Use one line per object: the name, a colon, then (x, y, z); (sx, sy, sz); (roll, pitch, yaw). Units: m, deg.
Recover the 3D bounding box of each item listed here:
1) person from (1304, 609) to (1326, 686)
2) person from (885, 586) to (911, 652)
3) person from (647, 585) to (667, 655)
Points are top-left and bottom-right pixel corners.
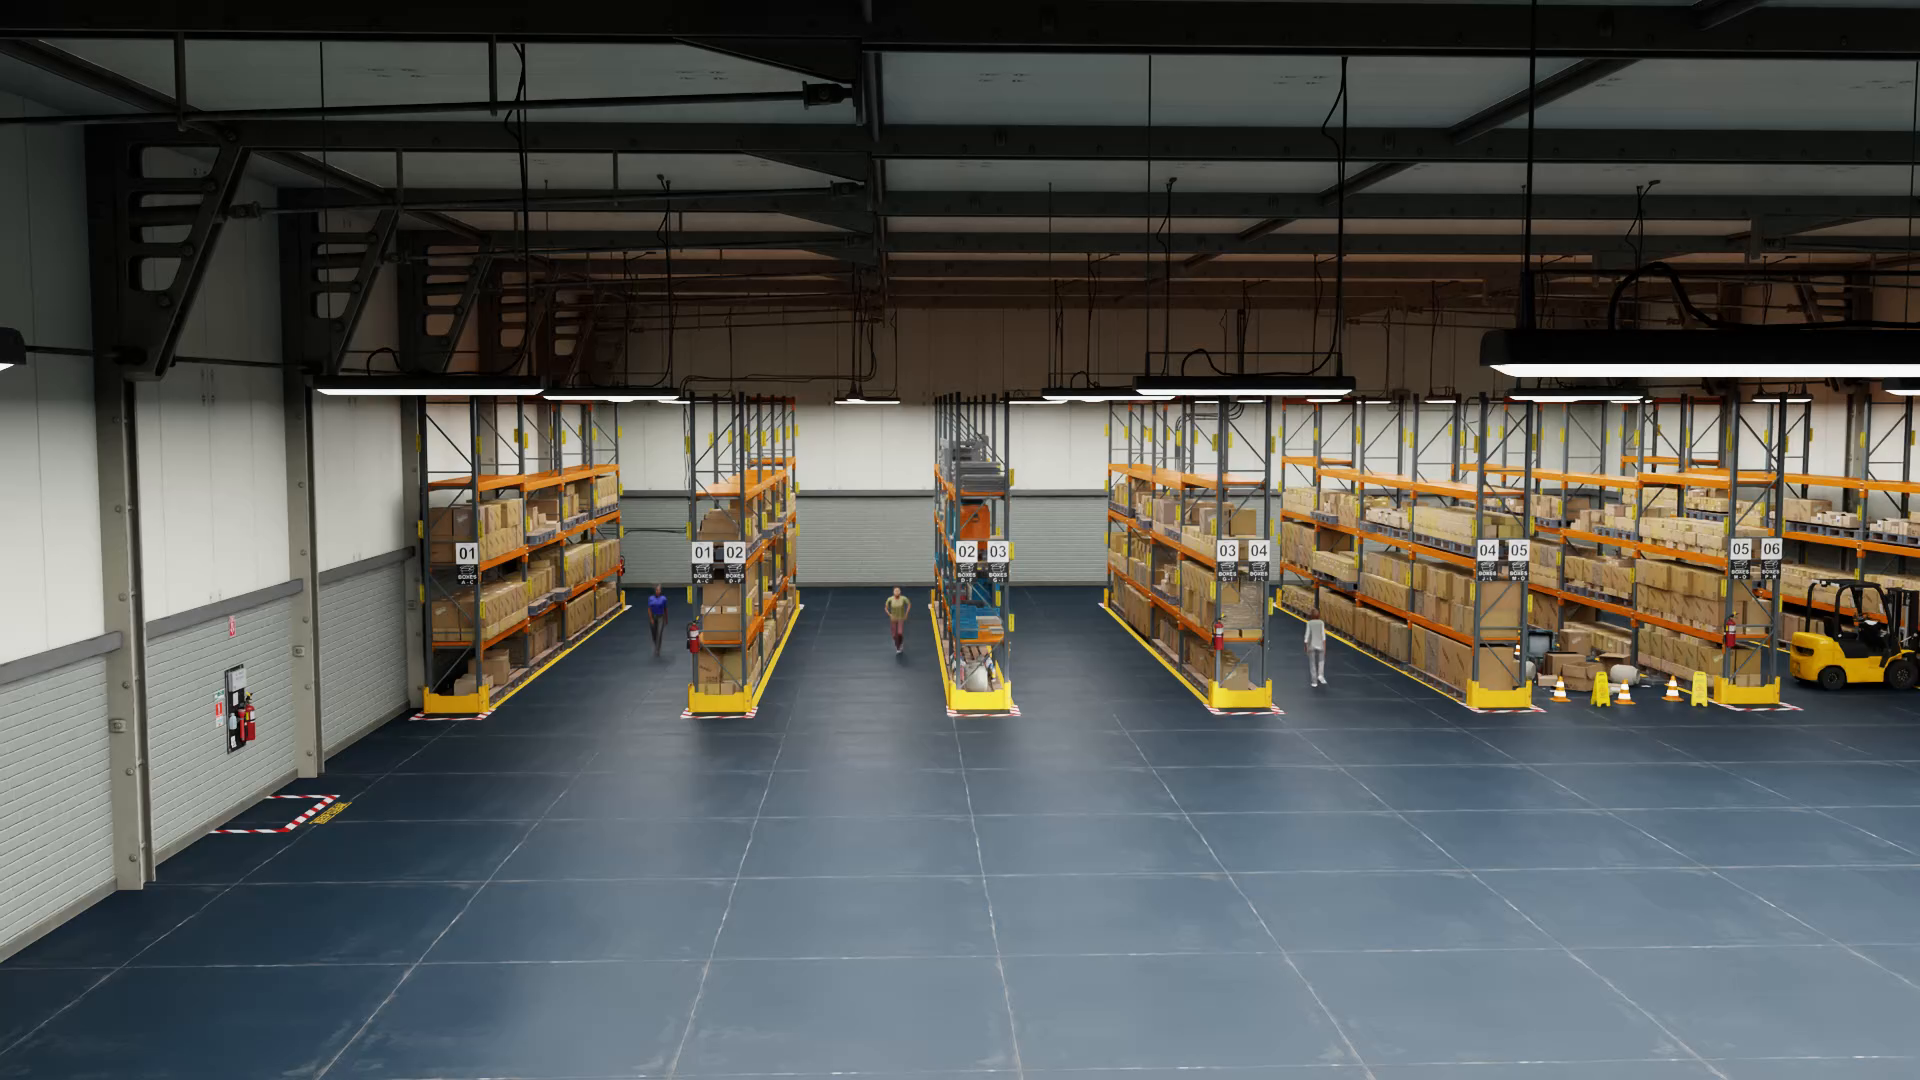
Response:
person: (7.263, 2.205, 33.995); (0.438, 1.597, 0.441); (0, 5, 1)
person: (-1.438, 1.848, 38.595); (0.582, 1.577, 0.697); (1, 5, 8)
person: (-7.010, 1.834, 38.444); (0.436, 1.591, 0.981); (0, 5, -3)
